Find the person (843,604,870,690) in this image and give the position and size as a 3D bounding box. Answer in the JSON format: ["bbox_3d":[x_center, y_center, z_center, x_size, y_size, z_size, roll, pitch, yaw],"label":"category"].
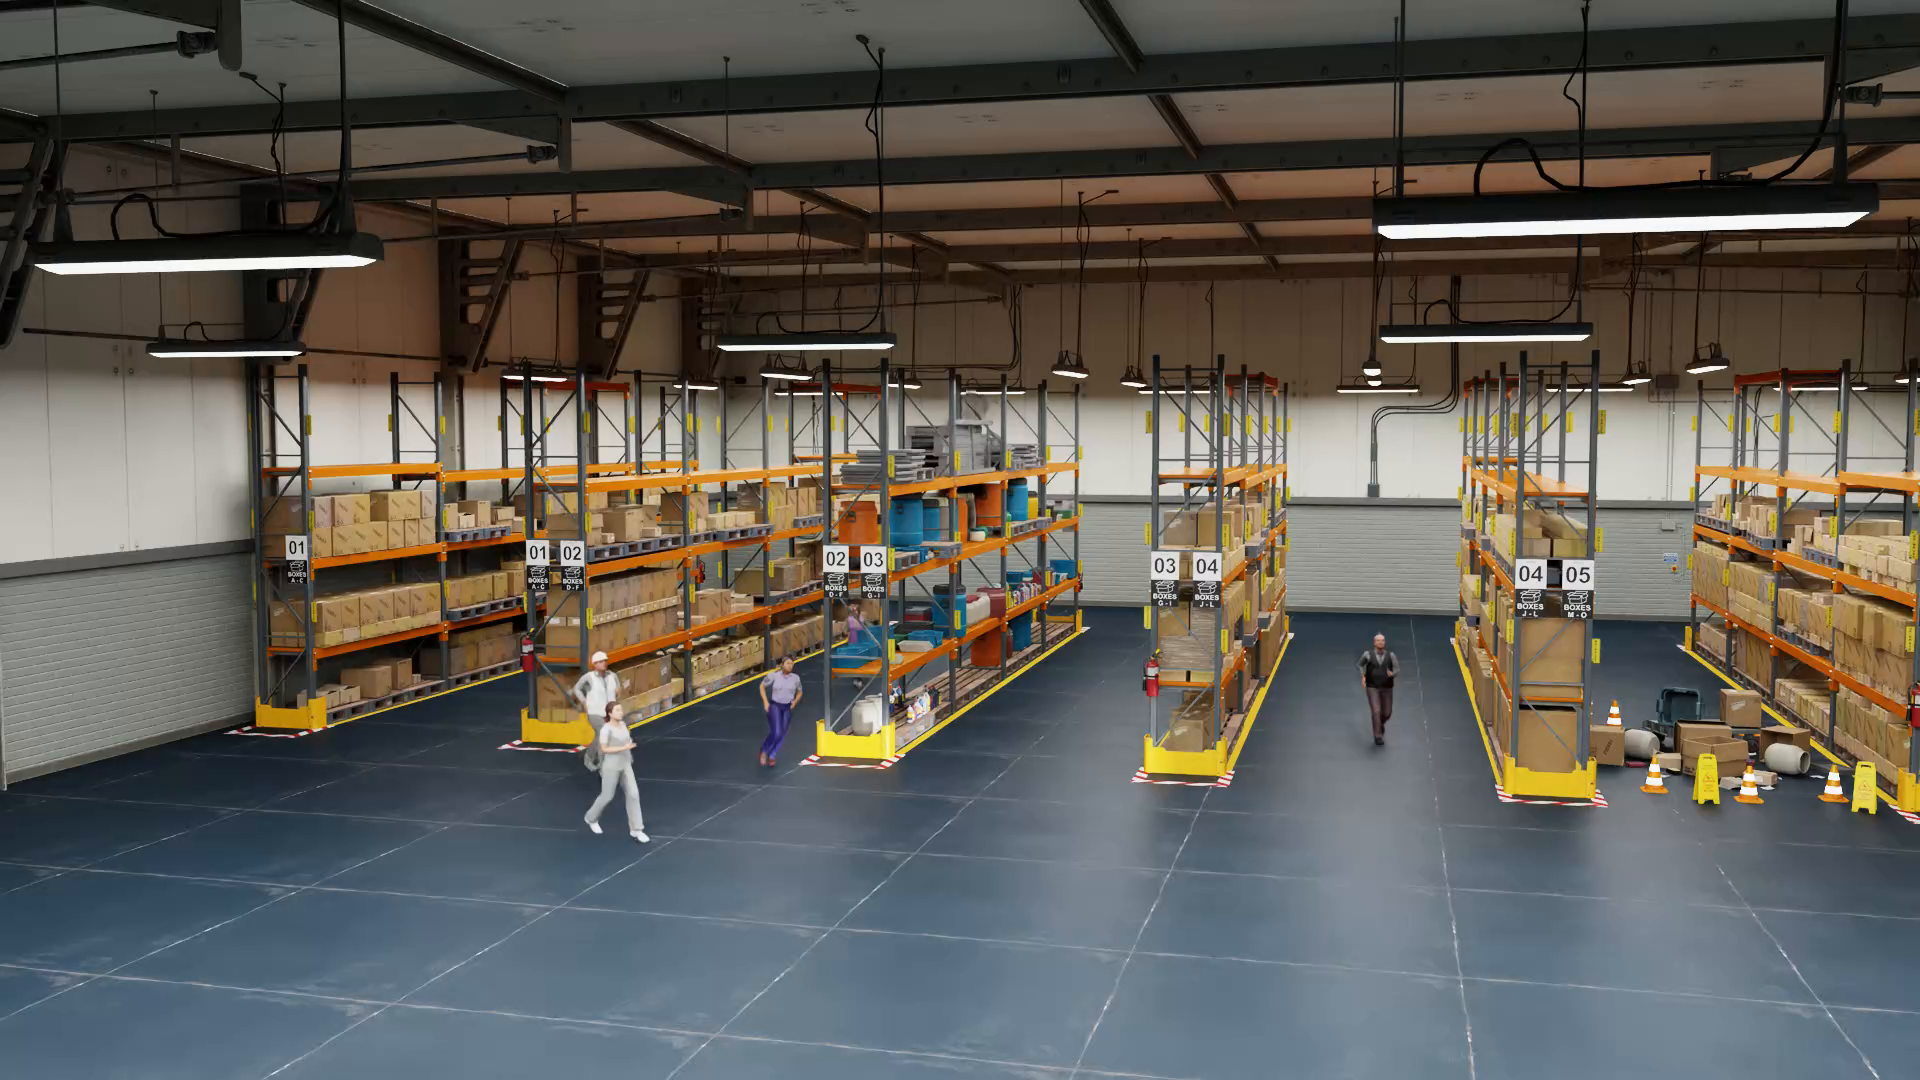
[{"bbox_3d":[-1.975,2.034,31.625,0.490,1.625,0.711,1,4,8],"label":"person"}]

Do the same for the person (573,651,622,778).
[{"bbox_3d":[-5.136,2.500,23.660,0.781,1.843,0.544,3,5,41],"label":"person"}]

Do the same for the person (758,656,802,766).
[{"bbox_3d":[-2.627,2.515,24.451,0.669,1.594,0.543,-2,4,-28],"label":"person"}]

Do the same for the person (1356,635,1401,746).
[{"bbox_3d":[6.602,2.341,26.213,0.668,1.698,0.896,0,4,3],"label":"person"}]

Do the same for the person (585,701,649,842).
[{"bbox_3d":[-4.135,2.761,20.017,0.952,1.669,0.558,3,5,34],"label":"person"}]
